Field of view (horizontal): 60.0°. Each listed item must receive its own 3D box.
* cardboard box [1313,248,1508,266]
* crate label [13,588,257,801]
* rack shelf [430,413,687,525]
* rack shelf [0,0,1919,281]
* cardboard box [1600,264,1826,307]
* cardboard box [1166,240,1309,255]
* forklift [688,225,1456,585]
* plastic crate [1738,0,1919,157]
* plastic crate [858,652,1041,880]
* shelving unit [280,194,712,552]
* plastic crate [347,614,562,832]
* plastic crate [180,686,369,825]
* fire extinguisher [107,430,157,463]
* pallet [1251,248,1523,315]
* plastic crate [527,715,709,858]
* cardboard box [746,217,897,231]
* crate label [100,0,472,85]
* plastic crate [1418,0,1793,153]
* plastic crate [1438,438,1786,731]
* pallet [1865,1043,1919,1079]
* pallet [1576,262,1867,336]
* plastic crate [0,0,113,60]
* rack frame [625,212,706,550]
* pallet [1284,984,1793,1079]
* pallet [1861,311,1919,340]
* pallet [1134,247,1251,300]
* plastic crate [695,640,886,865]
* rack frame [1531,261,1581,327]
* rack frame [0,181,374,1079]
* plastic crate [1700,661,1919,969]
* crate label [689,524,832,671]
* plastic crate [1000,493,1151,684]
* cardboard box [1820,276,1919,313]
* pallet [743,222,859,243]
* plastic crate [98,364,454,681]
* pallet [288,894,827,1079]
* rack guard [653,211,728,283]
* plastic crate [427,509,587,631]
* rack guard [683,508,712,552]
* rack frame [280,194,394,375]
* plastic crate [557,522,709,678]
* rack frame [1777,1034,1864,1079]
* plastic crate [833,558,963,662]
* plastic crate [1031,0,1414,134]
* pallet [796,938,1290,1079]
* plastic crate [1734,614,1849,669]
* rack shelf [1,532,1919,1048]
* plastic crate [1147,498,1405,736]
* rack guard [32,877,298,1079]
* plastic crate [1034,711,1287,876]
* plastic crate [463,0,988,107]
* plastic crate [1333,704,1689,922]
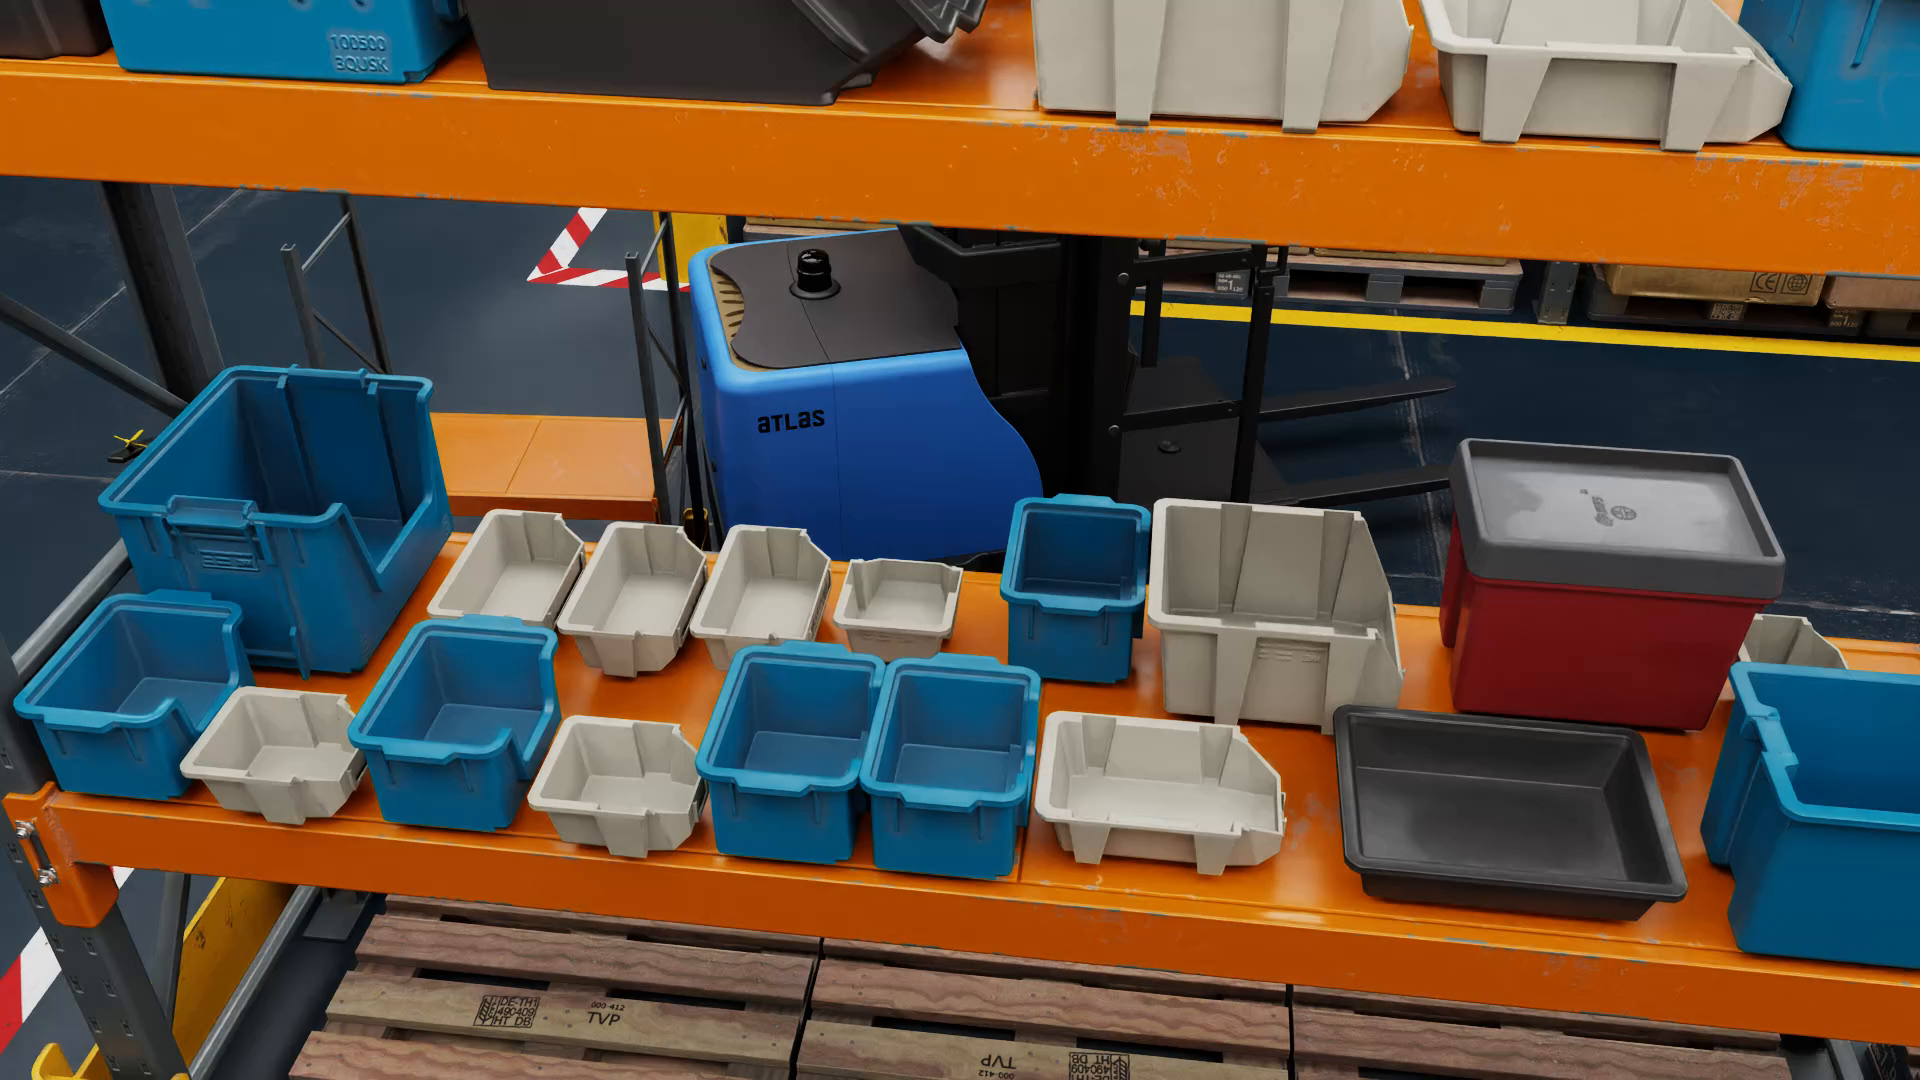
[{"bbox_3d":[2.134,-1.893,7.787,0.875,0.875,0.875,4,36,6],"label":"cardboard box"},{"bbox_3d":[-1.617,0.318,3.315,0.303,0.233,0.416,4,36,6],"label":"crate label"},{"bbox_3d":[-1.449,-0.219,5.575,1.000,0.185,0.538,2,36,2],"label":"rack shelf"},{"bbox_3d":[0.164,-0.714,2.705,4.000,0.370,1.077,4,36,6],"label":"rack shelf"},{"bbox_3d":[3.416,-1.762,7.604,0.875,0.875,1.225,4,36,6],"label":"cardboard box"},{"bbox_3d":[1.242,-1.959,7.881,0.875,0.875,0.875,4,36,6],"label":"cardboard box"},{"bbox_3d":[0.605,-1.277,5.516,3.031,2.935,1.130,-8,36,-11],"label":"forklift"},{"bbox_3d":[1.204,-0.674,2.174,0.300,0.233,0.416,4,36,6],"label":"plastic crate"},{"bbox_3d":[-0.013,0.438,3.147,0.300,0.233,0.416,4,36,6],"label":"plastic crate"},{"bbox_3d":[-1.458,-0.365,5.471,1.083,1.500,0.587,2,36,2],"label":"shelving unit"},{"bbox_3d":[-0.964,0.367,3.247,0.300,0.233,0.416,4,36,6],"label":"plastic crate"},{"bbox_3d":[-1.309,0.429,3.243,0.298,0.136,0.250,4,36,6],"label":"plastic crate"},{"bbox_3d":[-1.911,-0.023,4.088,0.183,0.674,0.296,4,36,6],"label":"fire extinguisher"},{"bbox_3d":[2.034,-1.458,8.111,1.213,0.211,1.003,4,36,6],"label":"pallet"},{"bbox_3d":[-0.636,0.479,3.172,0.298,0.136,0.250,4,36,6],"label":"plastic crate"},{"bbox_3d":[-0.544,-2.092,8.067,0.875,0.875,0.875,4,36,6],"label":"cardboard box"},{"bbox_3d":[-0.946,-0.840,2.390,0.502,0.251,0.408,4,36,6],"label":"crate label"},{"bbox_3d":[0.838,-0.626,2.190,0.466,0.136,0.293,4,36,6],"label":"plastic crate"},{"bbox_3d":[1.294,0.101,3.419,0.583,0.464,0.402,4,36,6],"label":"plastic crate"},{"bbox_3d":[2.908,1.578,3.857,1.213,0.211,1.003,4,36,6],"label":"pallet"},{"bbox_3d":[3.554,-1.343,7.950,1.213,0.211,1.003,4,36,6],"label":"pallet"},{"bbox_3d":[-1.473,-0.912,2.477,0.590,0.269,0.497,4,36,6],"label":"plastic crate"},{"bbox_3d":[-0.942,-0.350,5.449,0.032,1.500,0.500,2,36,2],"label":"rack frame"},{"bbox_3d":[1.414,1.465,4.015,1.213,0.211,1.003,4,36,6],"label":"pallet"},{"bbox_3d":[4.767,-1.254,7.825,1.213,0.211,1.003,4,36,6],"label":"pallet"},{"bbox_3d":[0.821,-1.547,8.236,1.213,0.211,1.003,4,36,6],"label":"pallet"},{"bbox_3d":[-0.311,0.415,3.178,0.300,0.233,0.416,4,36,6],"label":"plastic crate"},{"bbox_3d":[2.779,-2.492,7.159,0.127,3.000,1.000,4,36,6],"label":"rack frame"},{"bbox_3d":[-1.820,0.066,3.575,0.127,3.000,1.000,4,36,6],"label":"rack frame"},{"bbox_3d":[1.641,0.506,2.921,0.575,0.384,0.392,4,36,6],"label":"plastic crate"},{"bbox_3d":[-0.423,0.142,3.645,0.243,0.136,0.396,4,36,6],"label":"crate label"},{"bbox_3d":[0.250,0.114,3.600,0.300,0.233,0.416,4,36,6],"label":"plastic crate"},{"bbox_3d":[4.302,-1.696,7.512,0.875,0.875,1.225,3,36,4],"label":"cardboard box"},{"bbox_3d":[-0.386,-1.638,8.364,1.213,0.211,1.003,4,36,6],"label":"pallet"},{"bbox_3d":[-1.464,-0.055,3.663,0.499,0.435,0.616,4,36,6],"label":"plastic crate"},{"bbox_3d":[-1.006,1.285,4.268,1.213,0.211,1.003,4,36,6],"label":"pallet"},{"bbox_3d":[-1.212,-1.772,8.302,0.348,0.500,1.175,4,36,6],"label":"rack guard"},{"bbox_3d":[-0.988,0.105,3.696,0.243,0.136,0.396,4,36,6],"label":"plastic crate"},{"bbox_3d":[-0.961,0.158,5.813,0.087,0.250,0.587,2,36,2],"label":"rack guard"},{"bbox_3d":[-1.957,-0.380,5.492,0.032,1.500,0.500,2,36,2],"label":"rack frame"},{"bbox_3d":[-0.702,0.135,3.654,0.243,0.136,0.396,4,36,6],"label":"plastic crate"},{"bbox_3d":[2.148,0.362,3.160,0.127,3.000,1.000,4,36,6],"label":"rack frame"},{"bbox_3d":[-0.127,0.153,3.629,0.250,0.136,0.298,4,36,6],"label":"plastic crate"},{"bbox_3d":[0.339,-0.765,2.259,0.530,0.282,0.437,4,36,6],"label":"plastic crate"},{"bbox_3d":[0.200,1.376,4.140,1.213,0.211,1.003,4,36,6],"label":"pallet"},{"bbox_3d":[1.704,0.328,3.383,0.243,0.136,0.396,4,36,6],"label":"plastic crate"},{"bbox_3d":[0.164,0.507,3.577,4.000,0.370,1.077,4,36,6],"label":"rack shelf"},{"bbox_3d":[0.657,0.167,3.484,0.530,0.282,0.437,4,36,6],"label":"plastic crate"},{"bbox_3d":[-1.845,1.089,4.293,0.348,0.500,1.175,4,36,6],"label":"rack guard"},{"bbox_3d":[0.382,0.490,3.157,0.466,0.136,0.293,4,36,6],"label":"plastic crate"},{"bbox_3d":[-0.339,-0.858,2.341,0.767,0.338,0.504,4,36,6],"label":"plastic crate"},{"bbox_3d":[1.003,0.522,3.122,0.590,0.125,0.437,4,36,6],"label":"plastic crate"}]
